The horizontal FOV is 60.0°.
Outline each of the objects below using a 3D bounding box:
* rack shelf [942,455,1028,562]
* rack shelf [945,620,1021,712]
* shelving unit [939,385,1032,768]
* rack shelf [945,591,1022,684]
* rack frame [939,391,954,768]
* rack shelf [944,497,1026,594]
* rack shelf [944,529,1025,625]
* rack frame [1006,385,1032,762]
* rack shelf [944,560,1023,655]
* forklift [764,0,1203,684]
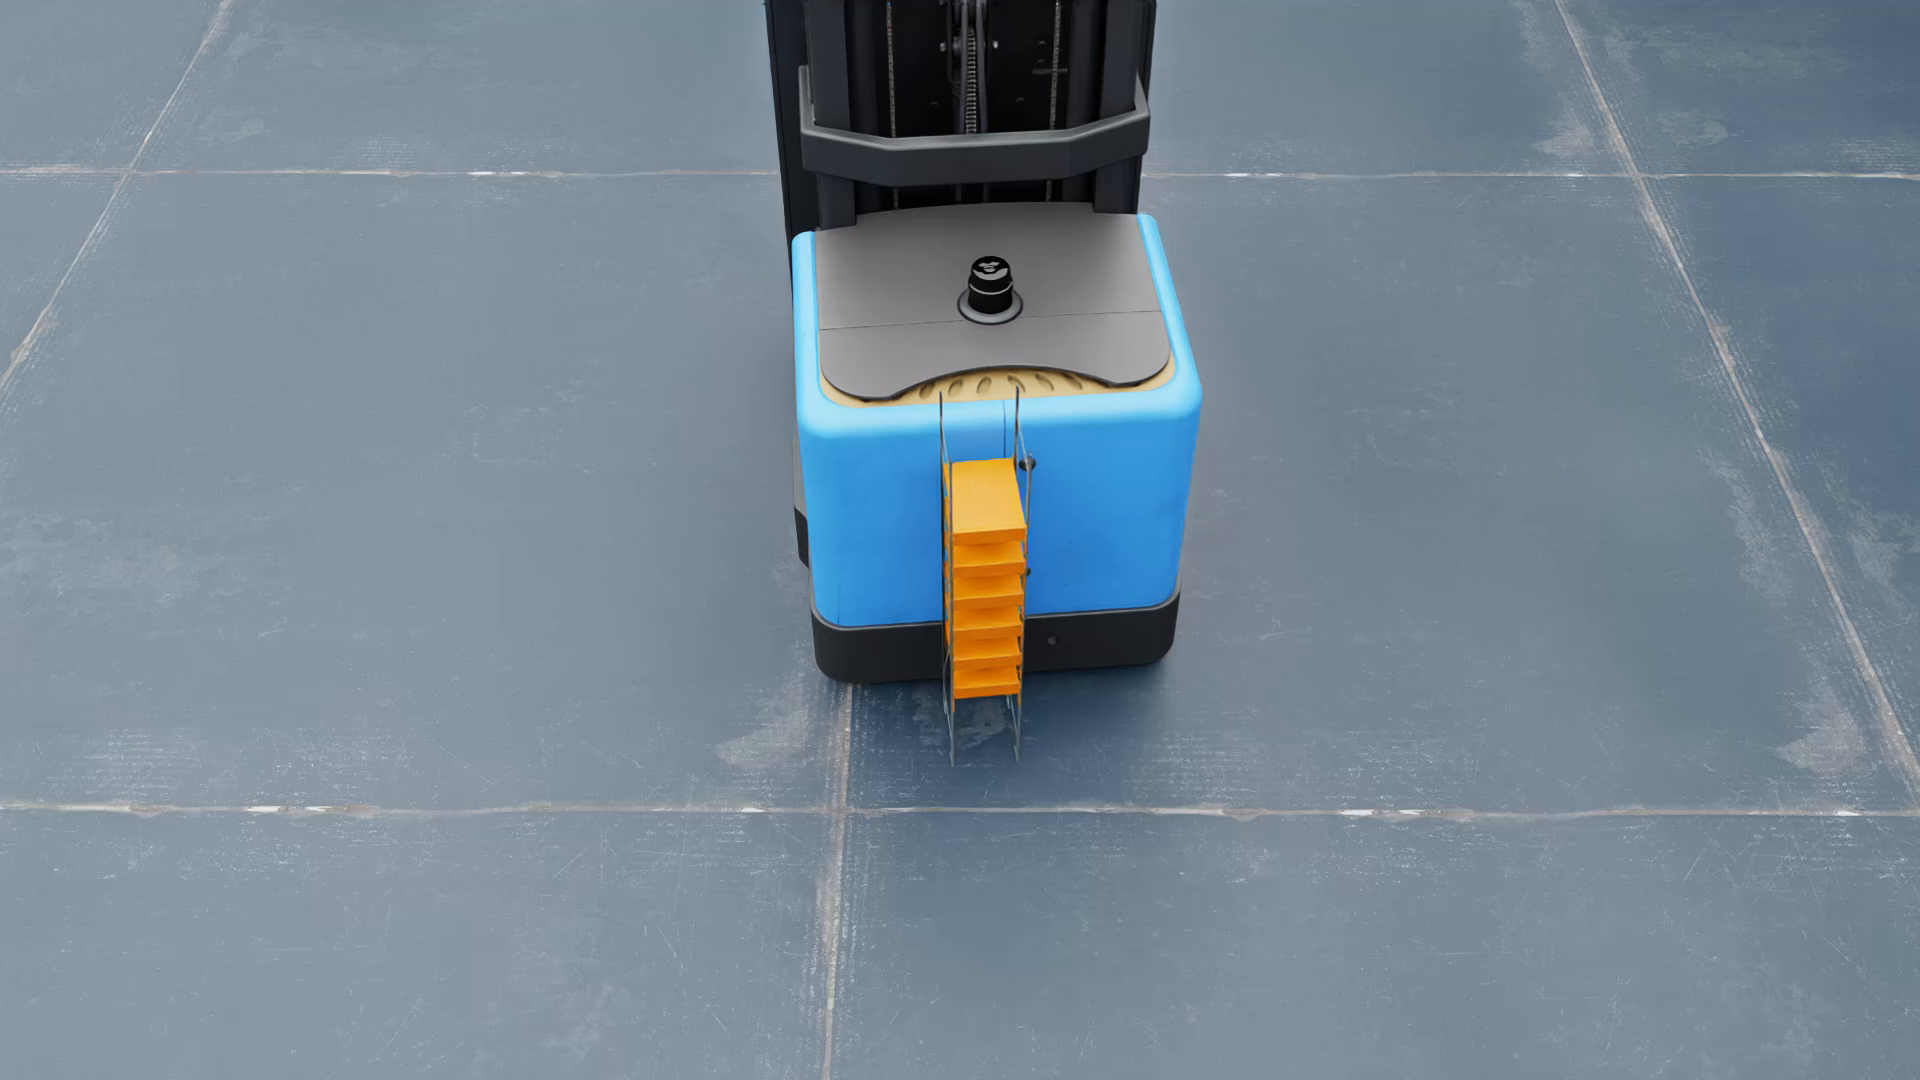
[{"bbox_3d":[0.058,-0.080,4.073,0.180,0.103,0.258,-5,47,-4],"label":"rack shelf"},{"bbox_3d":[0.058,0.329,4.513,0.180,0.103,0.258,-5,47,-4],"label":"rack shelf"},{"bbox_3d":[0.058,0.135,4.304,0.189,1.200,0.258,-5,47,-4],"label":"shelving unit"},{"bbox_3d":[0.058,0.247,4.425,0.180,0.103,0.258,-5,47,-4],"label":"rack shelf"},{"bbox_3d":[-0.033,0.143,4.297,0.006,1.200,0.240,-5,47,-4],"label":"rack frame"},{"bbox_3d":[0.058,0.002,4.161,0.180,0.103,0.258,-5,47,-4],"label":"rack shelf"},{"bbox_3d":[0.058,0.084,4.249,0.180,0.103,0.258,-5,47,-4],"label":"rack shelf"},{"bbox_3d":[0.149,0.128,4.311,0.006,1.200,0.240,-5,47,-4],"label":"rack frame"},{"bbox_3d":[0.058,0.166,4.337,0.180,0.103,0.258,-5,47,-4],"label":"rack shelf"},{"bbox_3d":[-0.019,-1.668,4.801,1.130,2.935,3.031,-4,47,-3],"label":"forklift"}]
